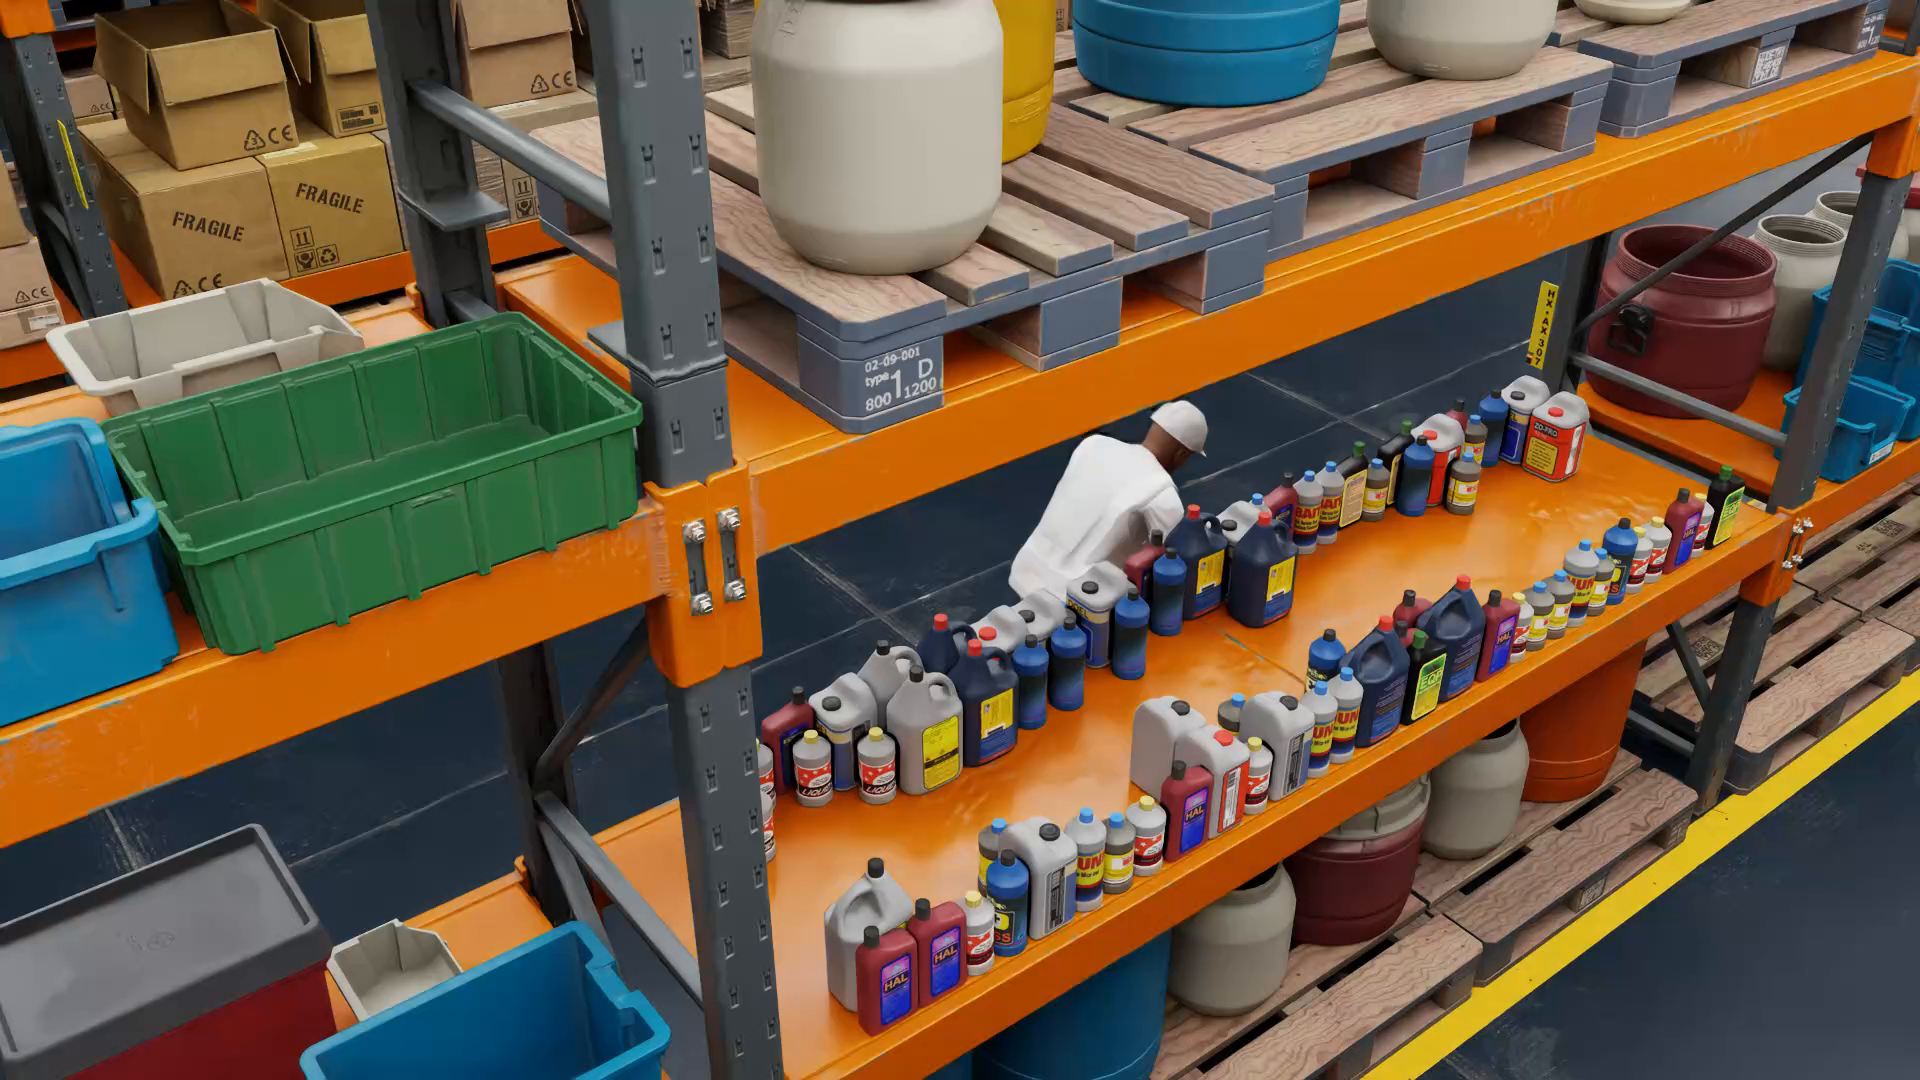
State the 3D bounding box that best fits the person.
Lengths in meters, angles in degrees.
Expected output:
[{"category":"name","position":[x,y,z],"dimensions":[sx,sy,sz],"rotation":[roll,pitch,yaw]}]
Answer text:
[{"category":"person","position":[0.560,0.139,6.289],"dimensions":[0.790,1.346,0.631],"rotation":[-16,35,-24]}]
